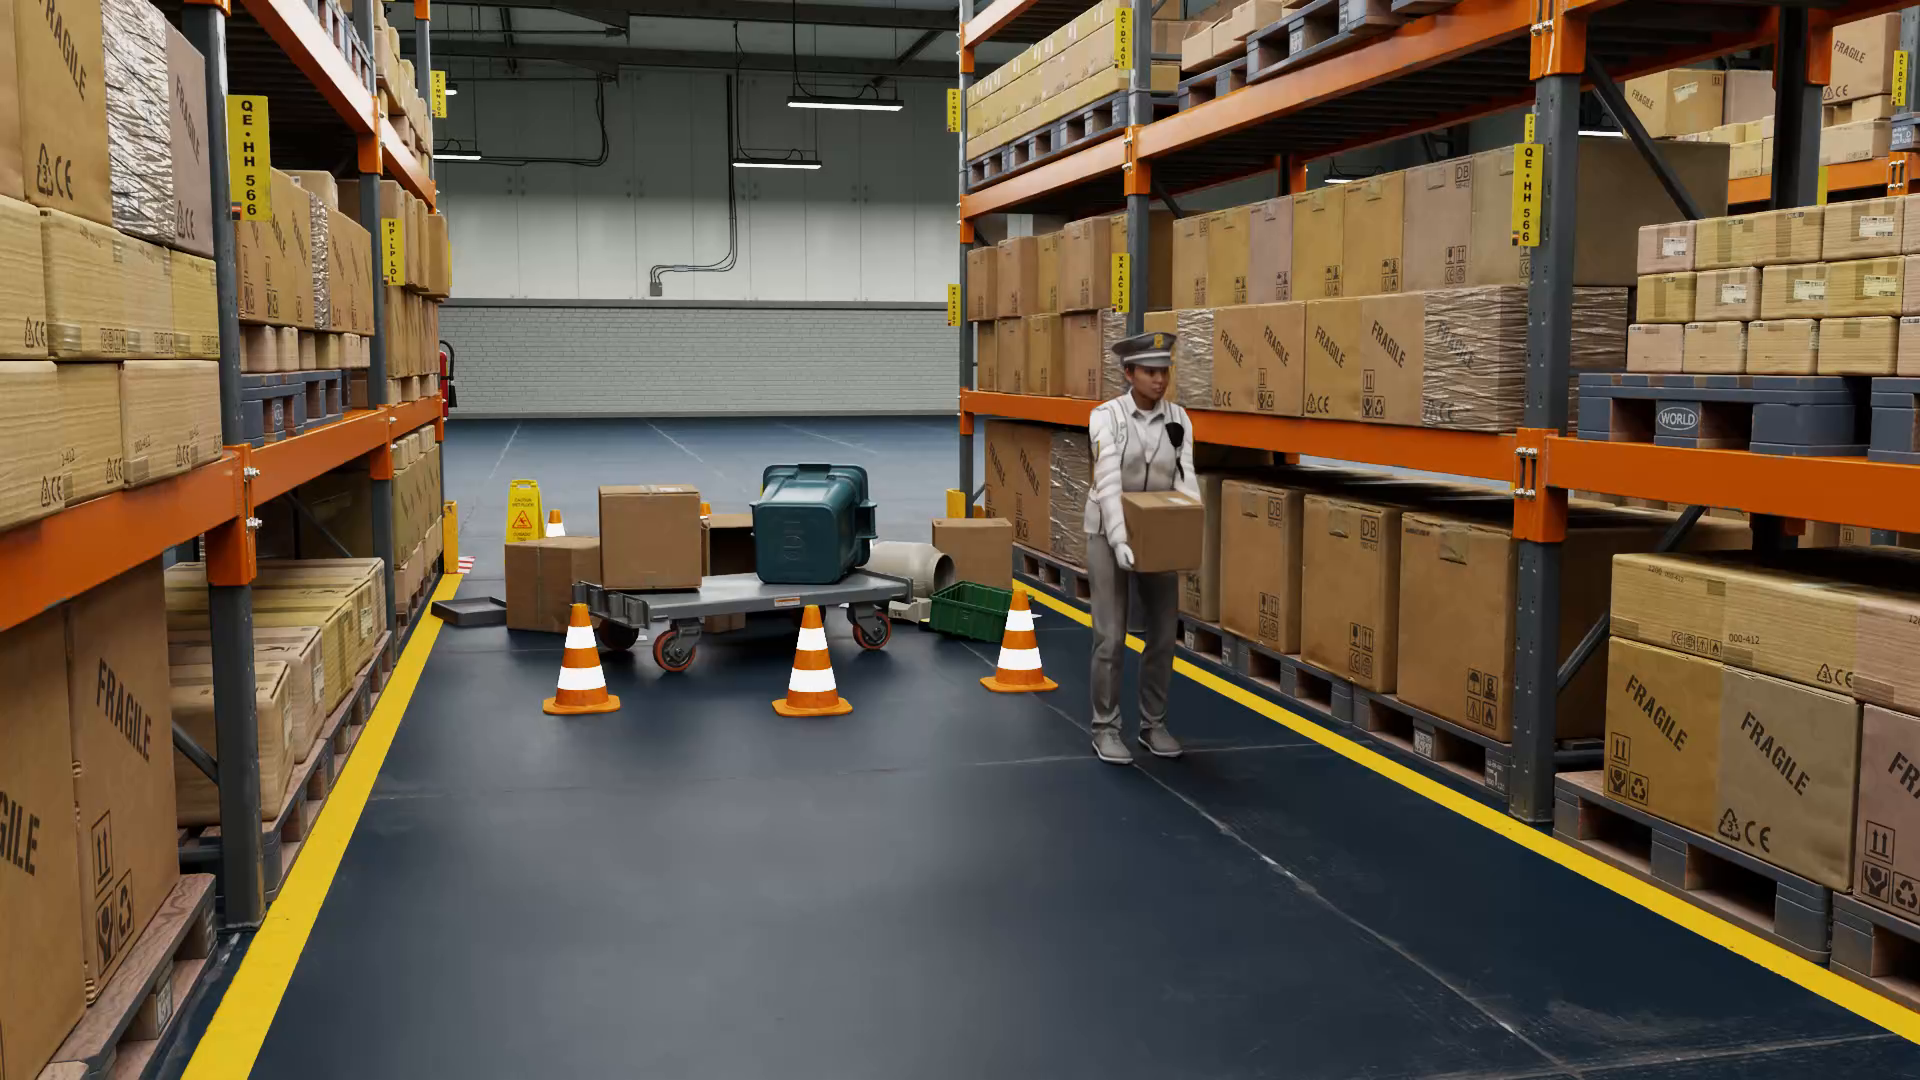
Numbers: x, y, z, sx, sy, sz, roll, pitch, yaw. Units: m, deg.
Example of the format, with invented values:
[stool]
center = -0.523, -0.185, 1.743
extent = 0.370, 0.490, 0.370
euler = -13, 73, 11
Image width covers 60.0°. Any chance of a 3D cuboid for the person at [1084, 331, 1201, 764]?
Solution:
[person]
center = 0.711, 0.030, 6.453
extent = 0.417, 1.663, 0.542
euler = -2, 6, -15
